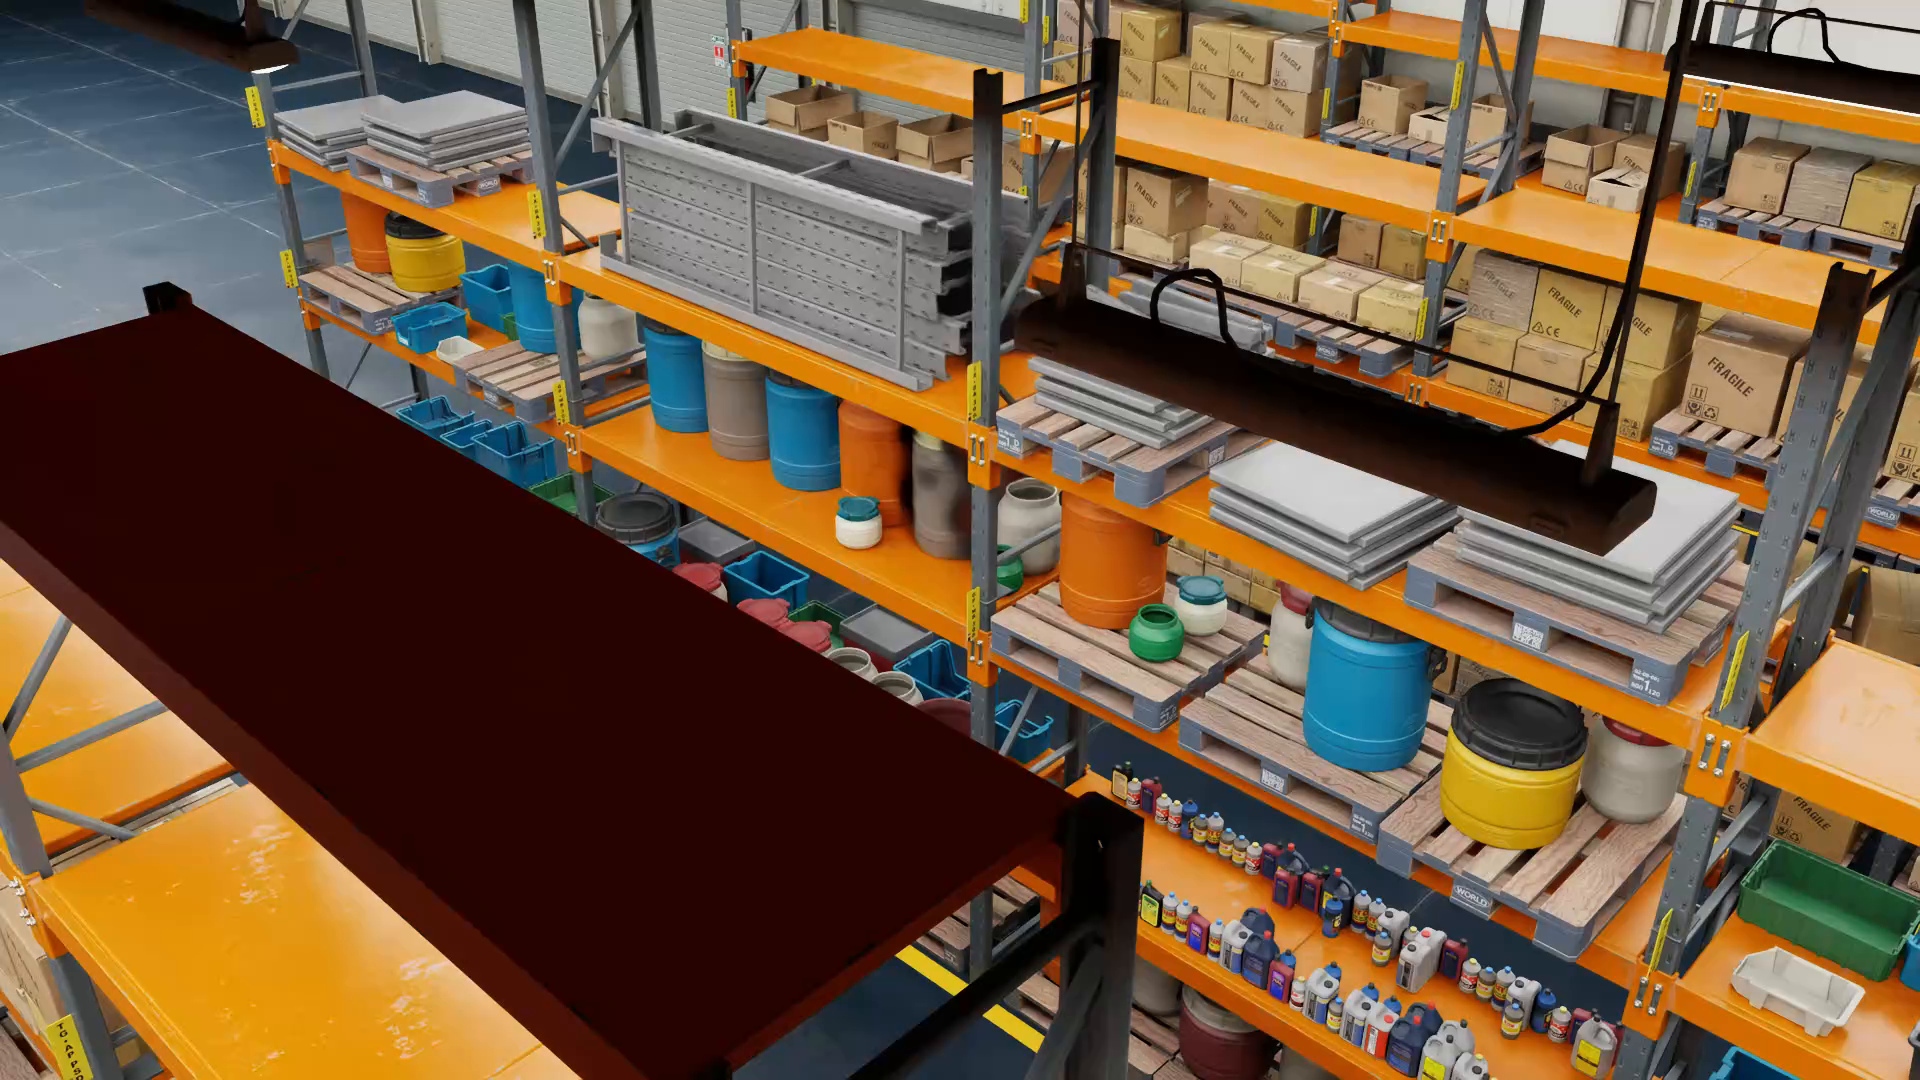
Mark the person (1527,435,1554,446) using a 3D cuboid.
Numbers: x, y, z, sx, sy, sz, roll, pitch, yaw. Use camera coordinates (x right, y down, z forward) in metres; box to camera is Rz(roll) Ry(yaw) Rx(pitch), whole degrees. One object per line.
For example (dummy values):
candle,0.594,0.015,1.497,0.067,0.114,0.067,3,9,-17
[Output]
person,5.674,-0.687,15.758,0.684,1.688,0.562,15,33,24
